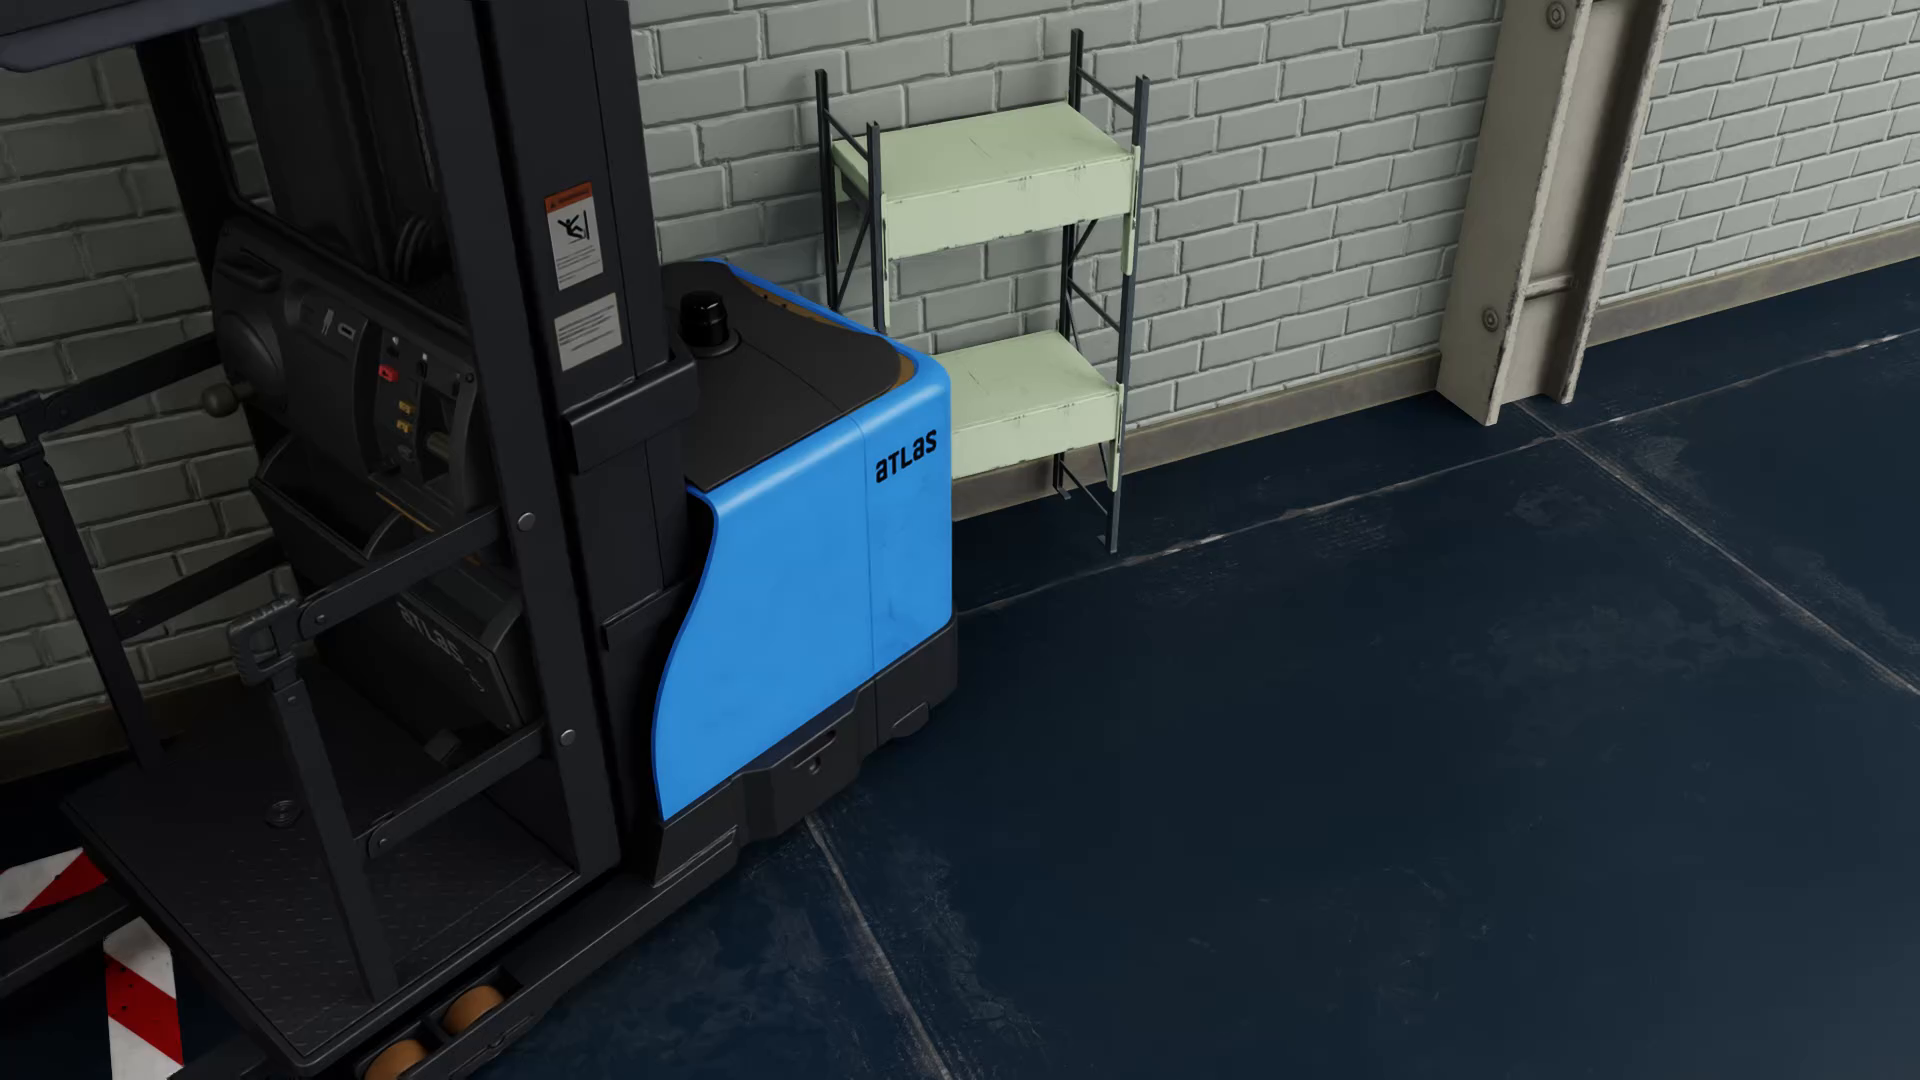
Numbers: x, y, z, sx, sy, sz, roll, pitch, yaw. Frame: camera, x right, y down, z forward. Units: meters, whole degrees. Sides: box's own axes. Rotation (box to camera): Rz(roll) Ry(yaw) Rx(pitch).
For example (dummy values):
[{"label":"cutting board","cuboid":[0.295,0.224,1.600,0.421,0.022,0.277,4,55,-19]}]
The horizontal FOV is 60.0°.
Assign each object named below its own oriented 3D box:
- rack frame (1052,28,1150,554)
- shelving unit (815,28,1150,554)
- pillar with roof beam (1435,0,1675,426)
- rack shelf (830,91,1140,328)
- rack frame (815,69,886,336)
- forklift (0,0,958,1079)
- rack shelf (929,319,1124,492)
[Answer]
[{"label":"rack frame","cuboid":[0.389,-0.669,4.789,0.023,1.500,0.400,-15,39,-19]},{"label":"shelving unit","cuboid":[0.054,-0.581,4.671,0.755,1.500,0.431,-15,39,-19]},{"label":"pillar with roof beam","cuboid":[3.769,-1.821,0.152,0.400,9.000,9.100,-16,39,-20]},{"label":"rack shelf","cuboid":[0.054,-0.894,4.437,0.720,0.370,0.431,-15,39,-19]},{"label":"rack frame","cuboid":[-0.281,-0.493,4.553,0.023,1.500,0.400,-15,39,-19]},{"label":"forklift","cuboid":[-1.369,-0.280,3.167,1.130,2.935,3.031,28,45,33]},{"label":"rack shelf","cuboid":[0.054,-0.320,4.866,0.720,0.370,0.431,-15,39,-19]}]
